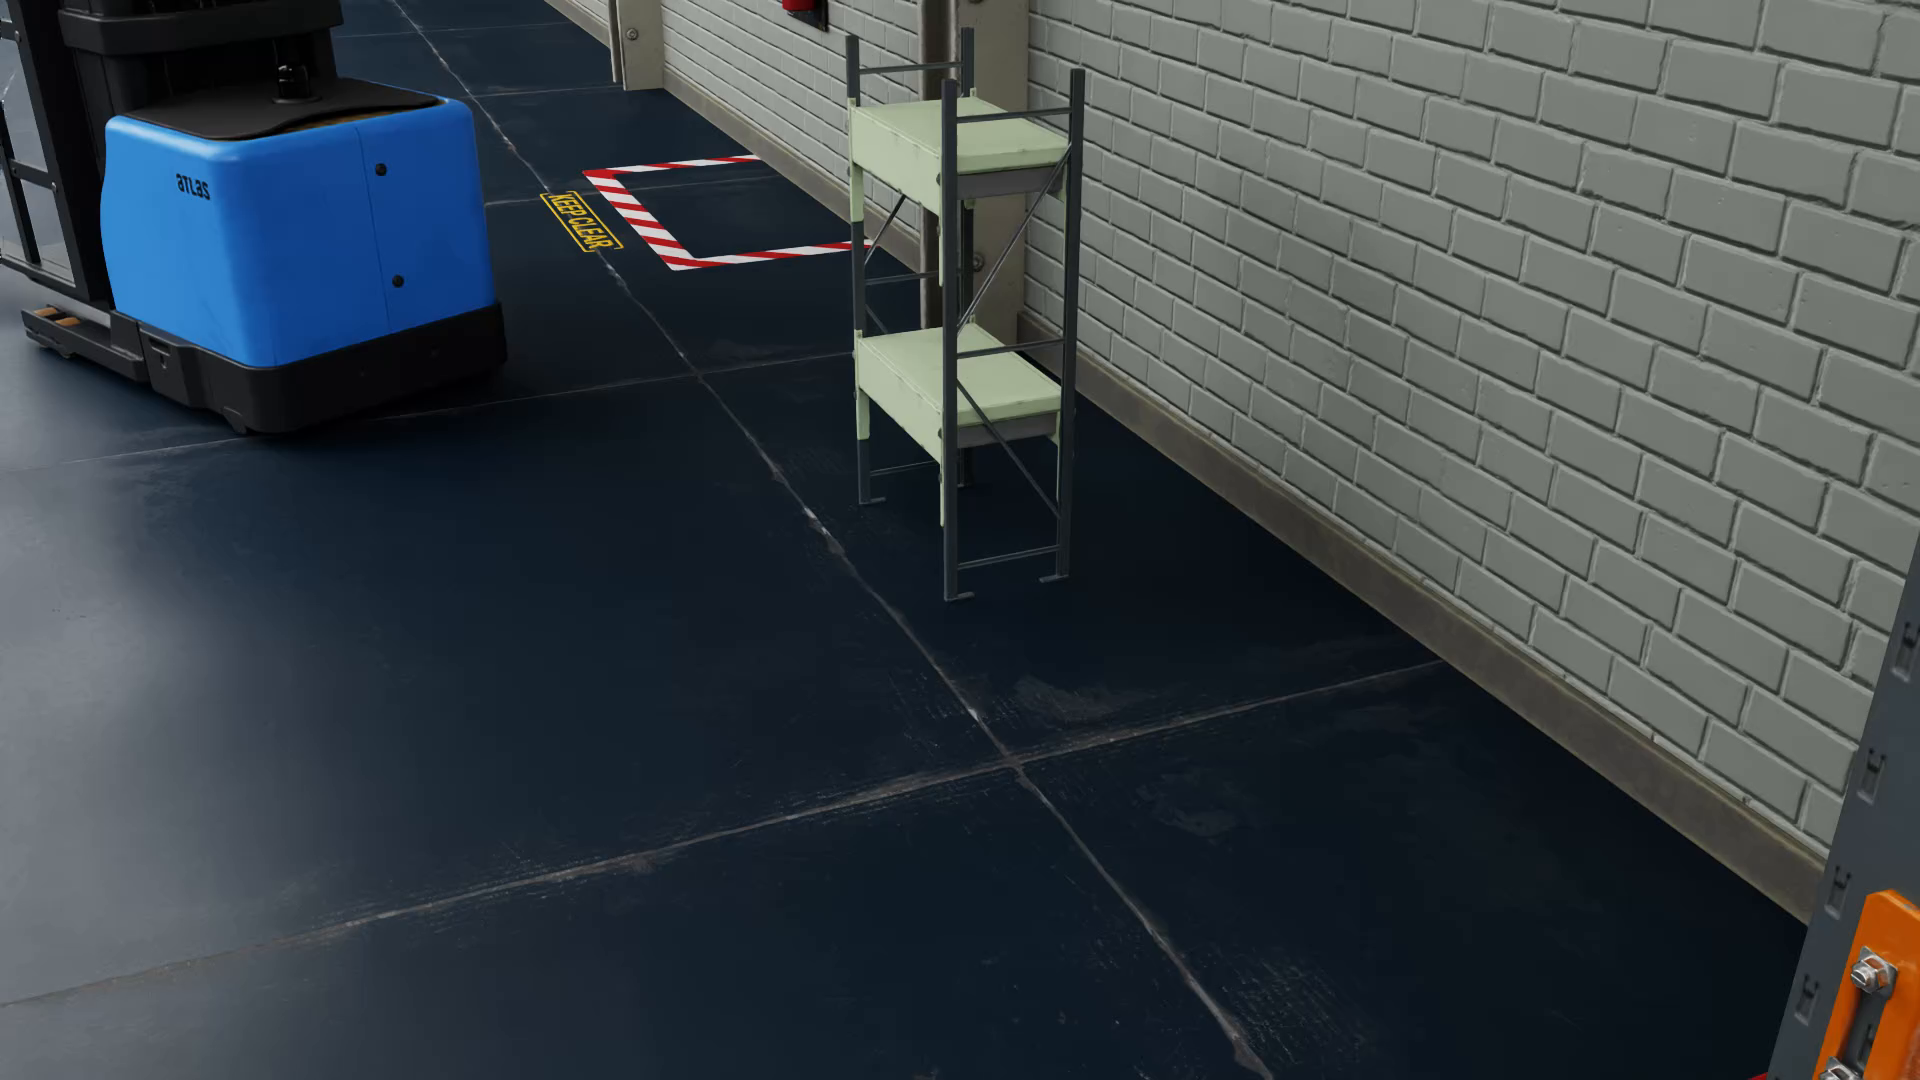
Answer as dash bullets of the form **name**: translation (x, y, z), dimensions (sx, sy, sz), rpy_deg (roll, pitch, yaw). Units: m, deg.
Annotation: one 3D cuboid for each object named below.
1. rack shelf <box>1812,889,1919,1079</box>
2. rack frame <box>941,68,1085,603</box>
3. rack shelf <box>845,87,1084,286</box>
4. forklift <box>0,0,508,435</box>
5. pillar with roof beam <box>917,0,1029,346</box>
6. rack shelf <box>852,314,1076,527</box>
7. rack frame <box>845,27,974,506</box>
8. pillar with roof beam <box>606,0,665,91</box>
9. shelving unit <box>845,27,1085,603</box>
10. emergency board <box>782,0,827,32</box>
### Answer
- **rack shelf**: translation (2.112, 1.210, 0.173), dimensions (1.077, 0.370, 4.000), rpy_deg (-11, 28, -21)
- **rack frame**: translation (0.141, -0.529, 4.624), dimensions (0.400, 1.500, 0.023), rpy_deg (-11, 28, -21)
- **rack shelf**: translation (-0.003, -1.027, 4.755), dimensions (0.431, 0.370, 0.720), rpy_deg (-11, 28, -21)
- **forklift**: translation (-3.231, -2.211, 6.438), dimensions (3.031, 2.935, 1.130), rpy_deg (20, 32, 35)
- **pillar with roof beam**: translation (-3.912, -4.165, 3.524), dimensions (9.100, 9.000, 0.400), rpy_deg (-11, 28, -21)
- **rack shelf**: translation (-0.003, -0.384, 5.069), dimensions (0.431, 0.370, 0.720), rpy_deg (-11, 28, -21)
- **rack frame**: translation (-0.146, -0.824, 5.229), dimensions (0.400, 1.500, 0.023), rpy_deg (-11, 28, -21)
- **pillar with roof beam**: translation (-6.262, -6.587, 8.485), dimensions (9.100, 9.000, 0.400), rpy_deg (-11, 28, -21)
- **shelving unit**: translation (-0.003, -0.677, 4.926), dimensions (0.431, 1.500, 0.755), rpy_deg (-11, 28, -21)
- **emergency board**: translation (-0.884, -3.213, 8.412), dimensions (0.194, 1.169, 0.643), rpy_deg (-11, 28, -21)
